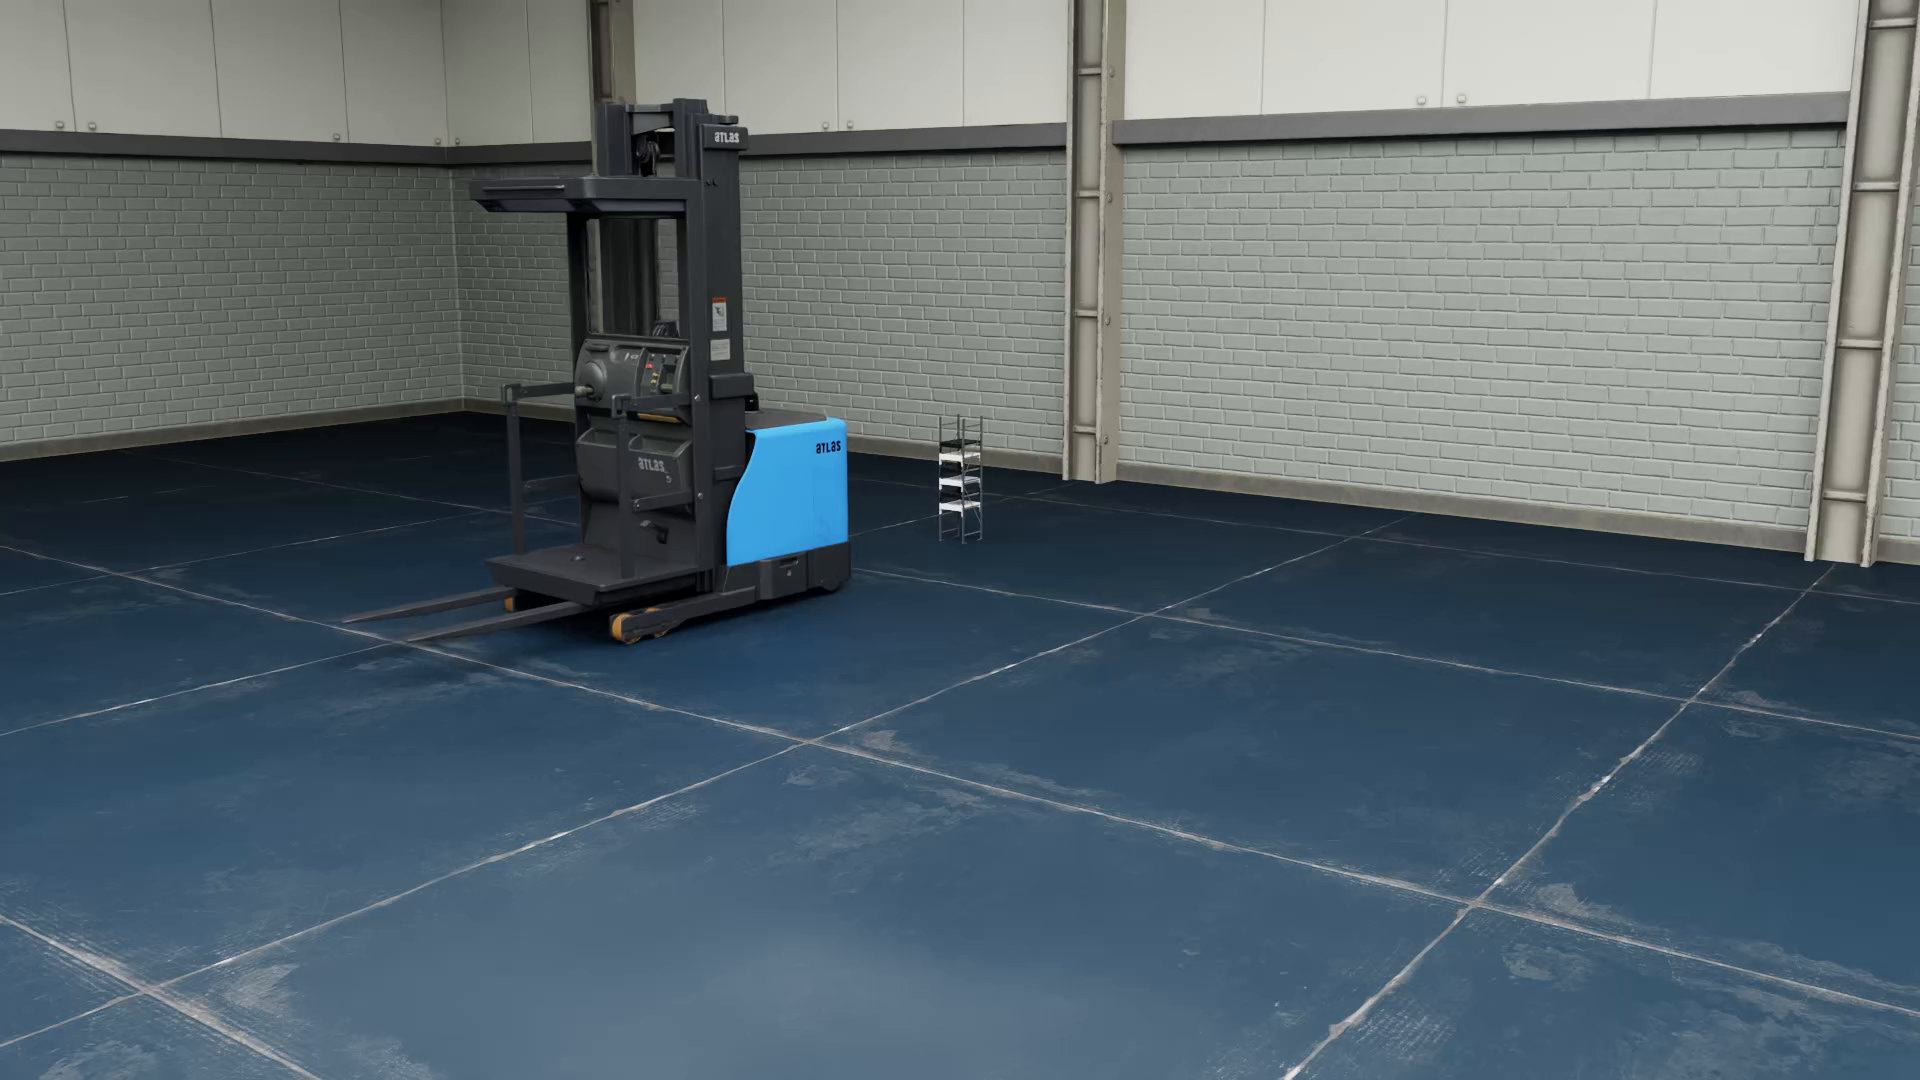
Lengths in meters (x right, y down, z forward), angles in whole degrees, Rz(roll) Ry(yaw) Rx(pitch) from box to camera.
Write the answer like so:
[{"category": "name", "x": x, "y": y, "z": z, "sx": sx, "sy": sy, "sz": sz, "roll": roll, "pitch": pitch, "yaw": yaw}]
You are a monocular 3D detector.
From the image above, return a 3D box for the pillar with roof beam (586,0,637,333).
[{"category": "pillar with roof beam", "x": -6.226, "y": -4.972, "z": 14.037, "sx": 0.400, "sy": 9.000, "sz": 9.100, "roll": 8, "pitch": 13, "yaw": 36}]

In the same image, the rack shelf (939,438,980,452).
[{"category": "rack shelf", "x": 0.007, "y": -0.673, "z": 11.895, "sx": 0.200, "sy": 0.077, "sz": 0.258, "roll": 8, "pitch": 13, "yaw": 36}]

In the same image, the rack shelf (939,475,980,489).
[{"category": "rack shelf", "x": 0.007, "y": -0.408, "z": 11.946, "sx": 0.200, "sy": 0.077, "sz": 0.258, "roll": 8, "pitch": 13, "yaw": 36}]

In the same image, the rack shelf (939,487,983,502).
[{"category": "rack shelf", "x": 0.007, "y": -0.320, "z": 11.963, "sx": 0.200, "sy": 0.077, "sz": 0.258, "roll": 8, "pitch": 13, "yaw": 36}]

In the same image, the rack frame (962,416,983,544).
[{"category": "rack frame", "x": 0.088, "y": -0.429, "z": 11.880, "sx": 0.006, "sy": 0.900, "sz": 0.240, "roll": 8, "pitch": 13, "yaw": 36}]

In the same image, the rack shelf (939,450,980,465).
[{"category": "rack shelf", "x": 0.007, "y": -0.585, "z": 11.912, "sx": 0.200, "sy": 0.077, "sz": 0.258, "roll": 8, "pitch": 13, "yaw": 36}]

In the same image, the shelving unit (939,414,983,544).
[{"category": "shelving unit", "x": 0.007, "y": -0.441, "z": 11.939, "sx": 0.210, "sy": 0.900, "sz": 0.258, "roll": 8, "pitch": 13, "yaw": 36}]

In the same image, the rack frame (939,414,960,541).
[{"category": "rack frame", "x": -0.075, "y": -0.452, "z": 11.999, "sx": 0.006, "sy": 0.900, "sz": 0.240, "roll": 8, "pitch": 13, "yaw": 36}]

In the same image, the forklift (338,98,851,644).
[{"category": "forklift", "x": -2.019, "y": -0.978, "z": 9.370, "sx": 1.130, "sy": 2.935, "sz": 3.031, "roll": 9, "pitch": 14, "yaw": 39}]

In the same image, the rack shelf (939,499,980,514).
[{"category": "rack shelf", "x": 0.007, "y": -0.231, "z": 11.980, "sx": 0.200, "sy": 0.077, "sz": 0.258, "roll": 8, "pitch": 13, "yaw": 36}]

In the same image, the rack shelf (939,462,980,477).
[{"category": "rack shelf", "x": 0.007, "y": -0.497, "z": 11.929, "sx": 0.200, "sy": 0.077, "sz": 0.258, "roll": 8, "pitch": 13, "yaw": 36}]

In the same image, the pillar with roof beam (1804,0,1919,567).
[{"category": "pillar with roof beam", "x": 3.446, "y": -3.623, "z": 7.063, "sx": 0.400, "sy": 9.000, "sz": 9.100, "roll": 8, "pitch": 13, "yaw": 36}]

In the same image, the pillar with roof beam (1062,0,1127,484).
[{"category": "pillar with roof beam", "x": -1.390, "y": -4.297, "z": 10.550, "sx": 0.400, "sy": 9.000, "sz": 9.100, "roll": 8, "pitch": 13, "yaw": 36}]
